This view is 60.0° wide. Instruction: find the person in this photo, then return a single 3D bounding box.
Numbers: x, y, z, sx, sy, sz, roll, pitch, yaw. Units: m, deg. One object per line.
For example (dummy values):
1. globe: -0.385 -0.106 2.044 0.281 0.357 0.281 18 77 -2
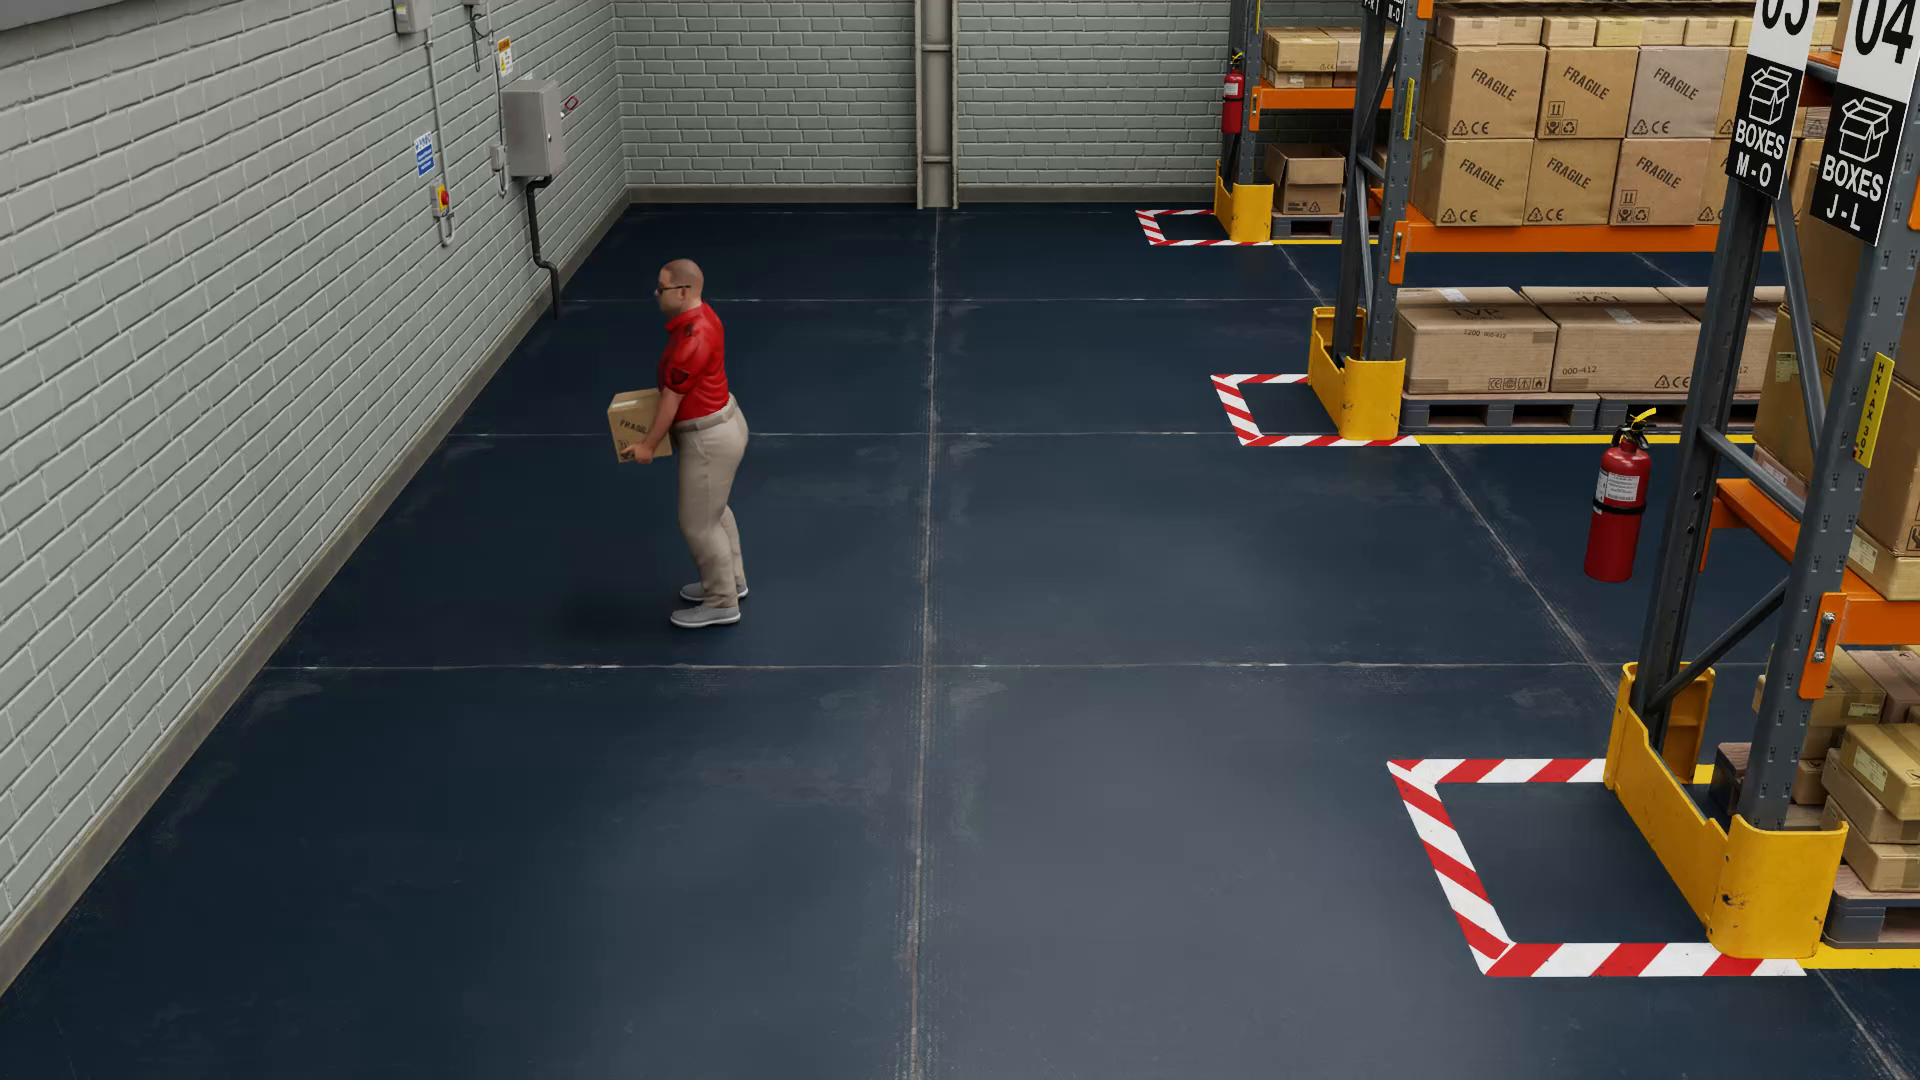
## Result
1. person: -1.178 -0.449 7.630 0.387 1.726 0.592 -1 24 -1
